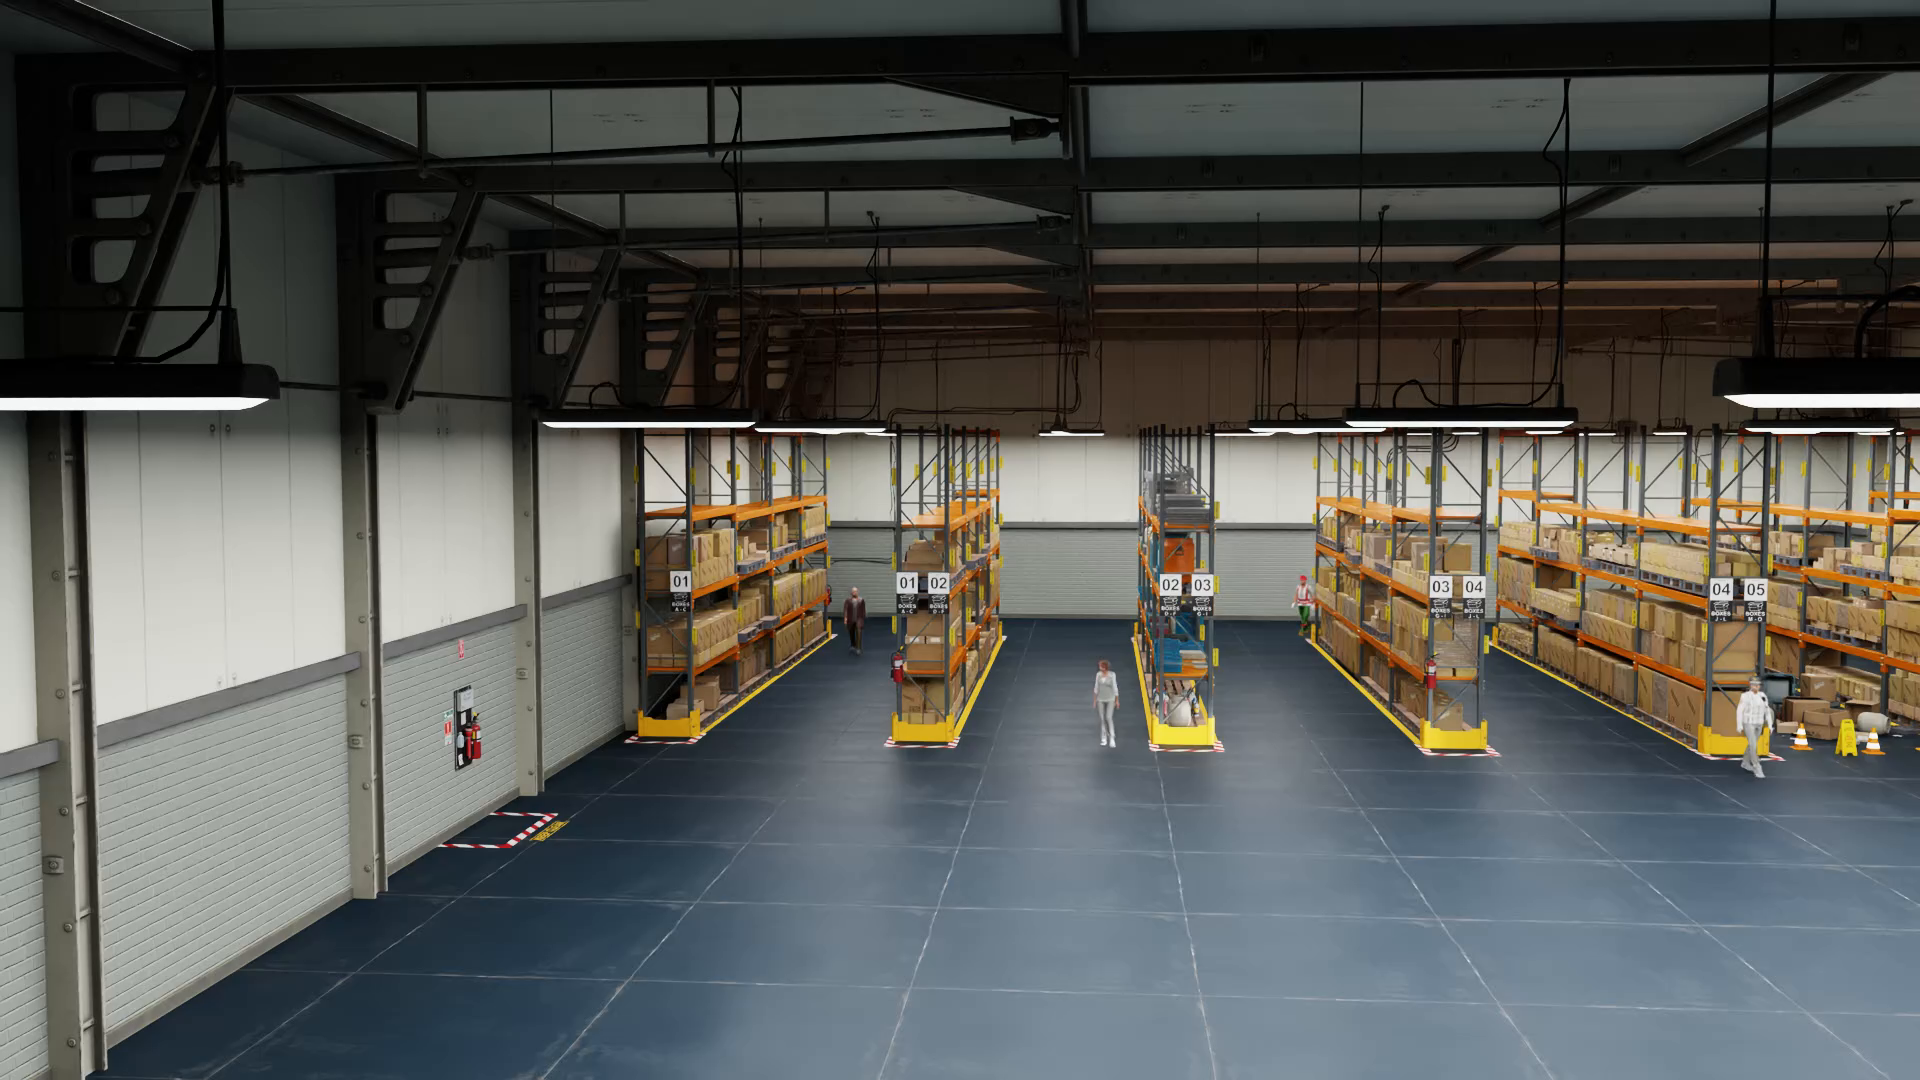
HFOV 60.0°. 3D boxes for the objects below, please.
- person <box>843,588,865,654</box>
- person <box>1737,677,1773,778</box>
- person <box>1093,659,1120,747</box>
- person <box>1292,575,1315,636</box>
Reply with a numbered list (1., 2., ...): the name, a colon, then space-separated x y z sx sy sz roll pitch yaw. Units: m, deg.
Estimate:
1. person: -2.818 2.137 44.283 0.578 1.714 1.128 0 3 0
2. person: 13.558 3.185 28.377 0.514 1.716 0.707 -1 4 -11
3. person: 2.713 3.051 31.016 0.468 1.652 0.380 2 4 24
4. person: 9.974 1.891 48.289 0.585 1.730 1.052 3 4 39
